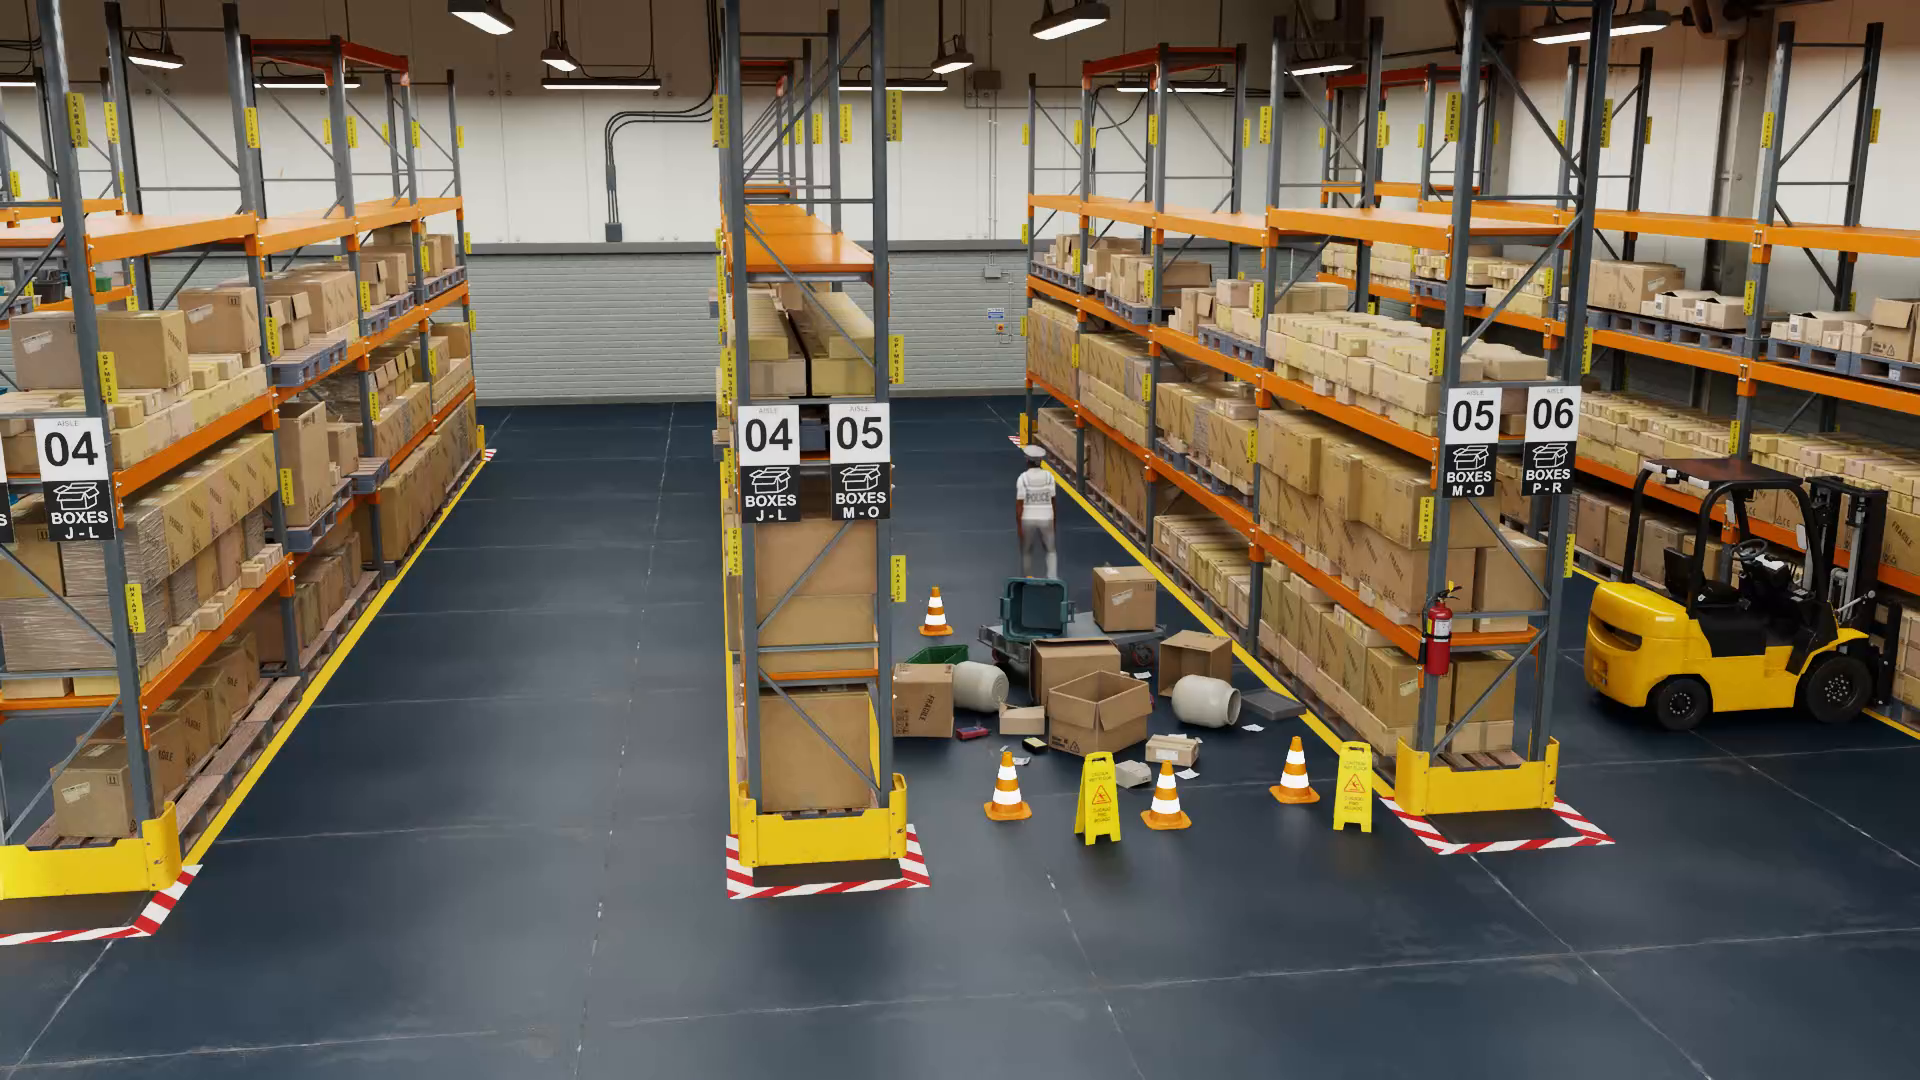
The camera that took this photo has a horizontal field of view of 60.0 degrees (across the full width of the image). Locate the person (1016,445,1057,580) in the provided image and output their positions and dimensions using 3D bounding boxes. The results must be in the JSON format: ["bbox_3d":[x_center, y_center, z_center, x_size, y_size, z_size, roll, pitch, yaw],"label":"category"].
[{"bbox_3d":[0.861,-0.173,18.091,0.494,1.670,0.695,-2,13,-9],"label":"person"}]
